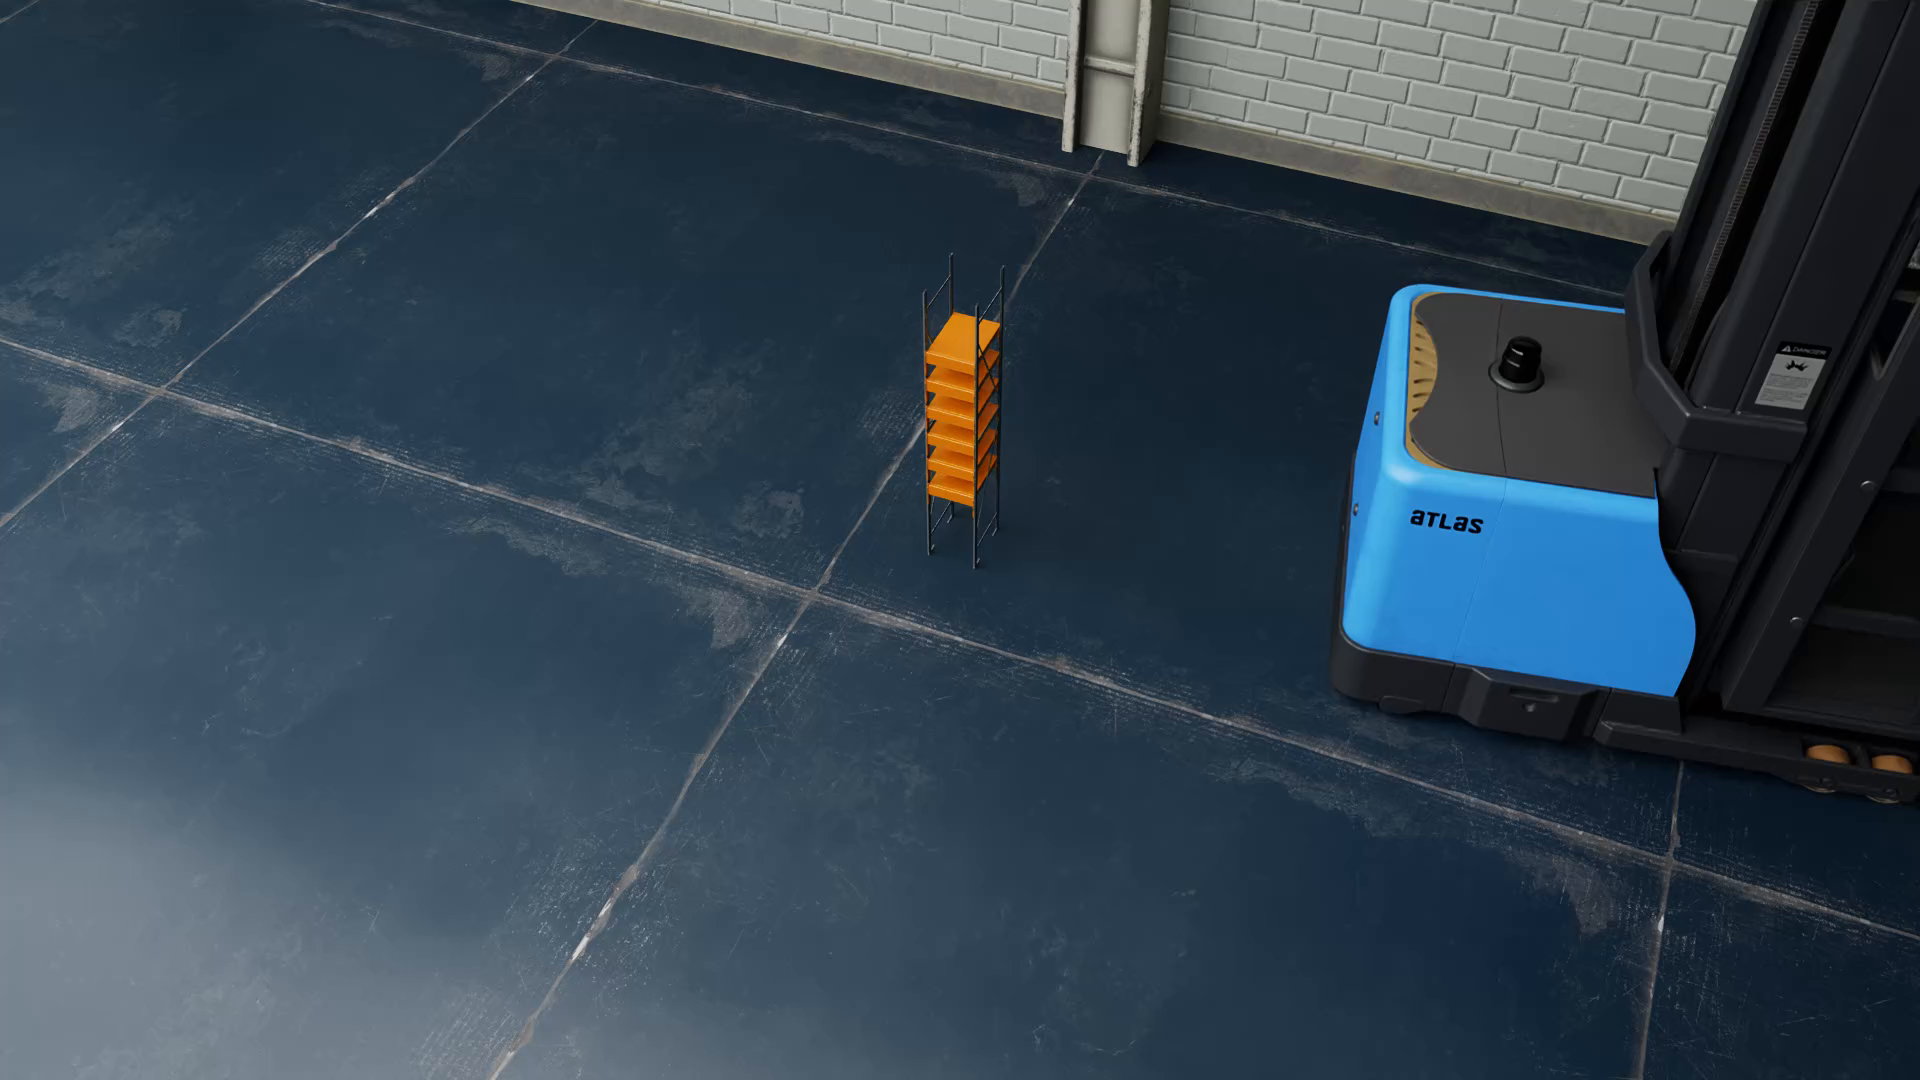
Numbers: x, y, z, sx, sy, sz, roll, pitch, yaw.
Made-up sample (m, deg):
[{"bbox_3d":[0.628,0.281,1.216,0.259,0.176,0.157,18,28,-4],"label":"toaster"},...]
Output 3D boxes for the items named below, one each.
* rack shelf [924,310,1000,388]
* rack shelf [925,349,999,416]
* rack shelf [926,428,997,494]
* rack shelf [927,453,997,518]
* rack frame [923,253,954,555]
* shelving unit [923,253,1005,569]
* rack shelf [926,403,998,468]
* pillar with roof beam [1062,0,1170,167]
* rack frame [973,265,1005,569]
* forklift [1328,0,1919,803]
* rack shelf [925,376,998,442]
[{"bbox_3d":[0.013,-0.645,5.600,0.180,0.103,0.258,16,47,16],"label":"rack shelf"},{"bbox_3d":[0.013,-0.560,5.685,0.180,0.103,0.258,16,47,16],"label":"rack shelf"},{"bbox_3d":[0.013,-0.305,5.939,0.180,0.103,0.258,16,47,16],"label":"rack shelf"},{"bbox_3d":[0.013,-0.220,6.023,0.180,0.103,0.258,16,47,16],"label":"rack shelf"},{"bbox_3d":[-0.071,-0.446,5.848,0.006,1.200,0.240,16,47,16],"label":"rack frame"},{"bbox_3d":[0.013,-0.421,5.823,0.189,1.200,0.258,16,47,16],"label":"shelving unit"},{"bbox_3d":[0.013,-0.390,5.854,0.180,0.103,0.258,16,47,16],"label":"rack shelf"},{"bbox_3d":[-0.917,-2.351,2.233,0.400,9.000,9.100,16,47,16],"label":"pillar with roof beam"},{"bbox_3d":[0.098,-0.397,5.798,0.006,1.200,0.240,16,47,16],"label":"rack frame"},{"bbox_3d":[2.829,-0.600,4.774,3.031,2.935,1.130,9,46,9],"label":"forklift"},{"bbox_3d":[0.013,-0.475,5.770,0.180,0.103,0.258,16,47,16],"label":"rack shelf"}]
